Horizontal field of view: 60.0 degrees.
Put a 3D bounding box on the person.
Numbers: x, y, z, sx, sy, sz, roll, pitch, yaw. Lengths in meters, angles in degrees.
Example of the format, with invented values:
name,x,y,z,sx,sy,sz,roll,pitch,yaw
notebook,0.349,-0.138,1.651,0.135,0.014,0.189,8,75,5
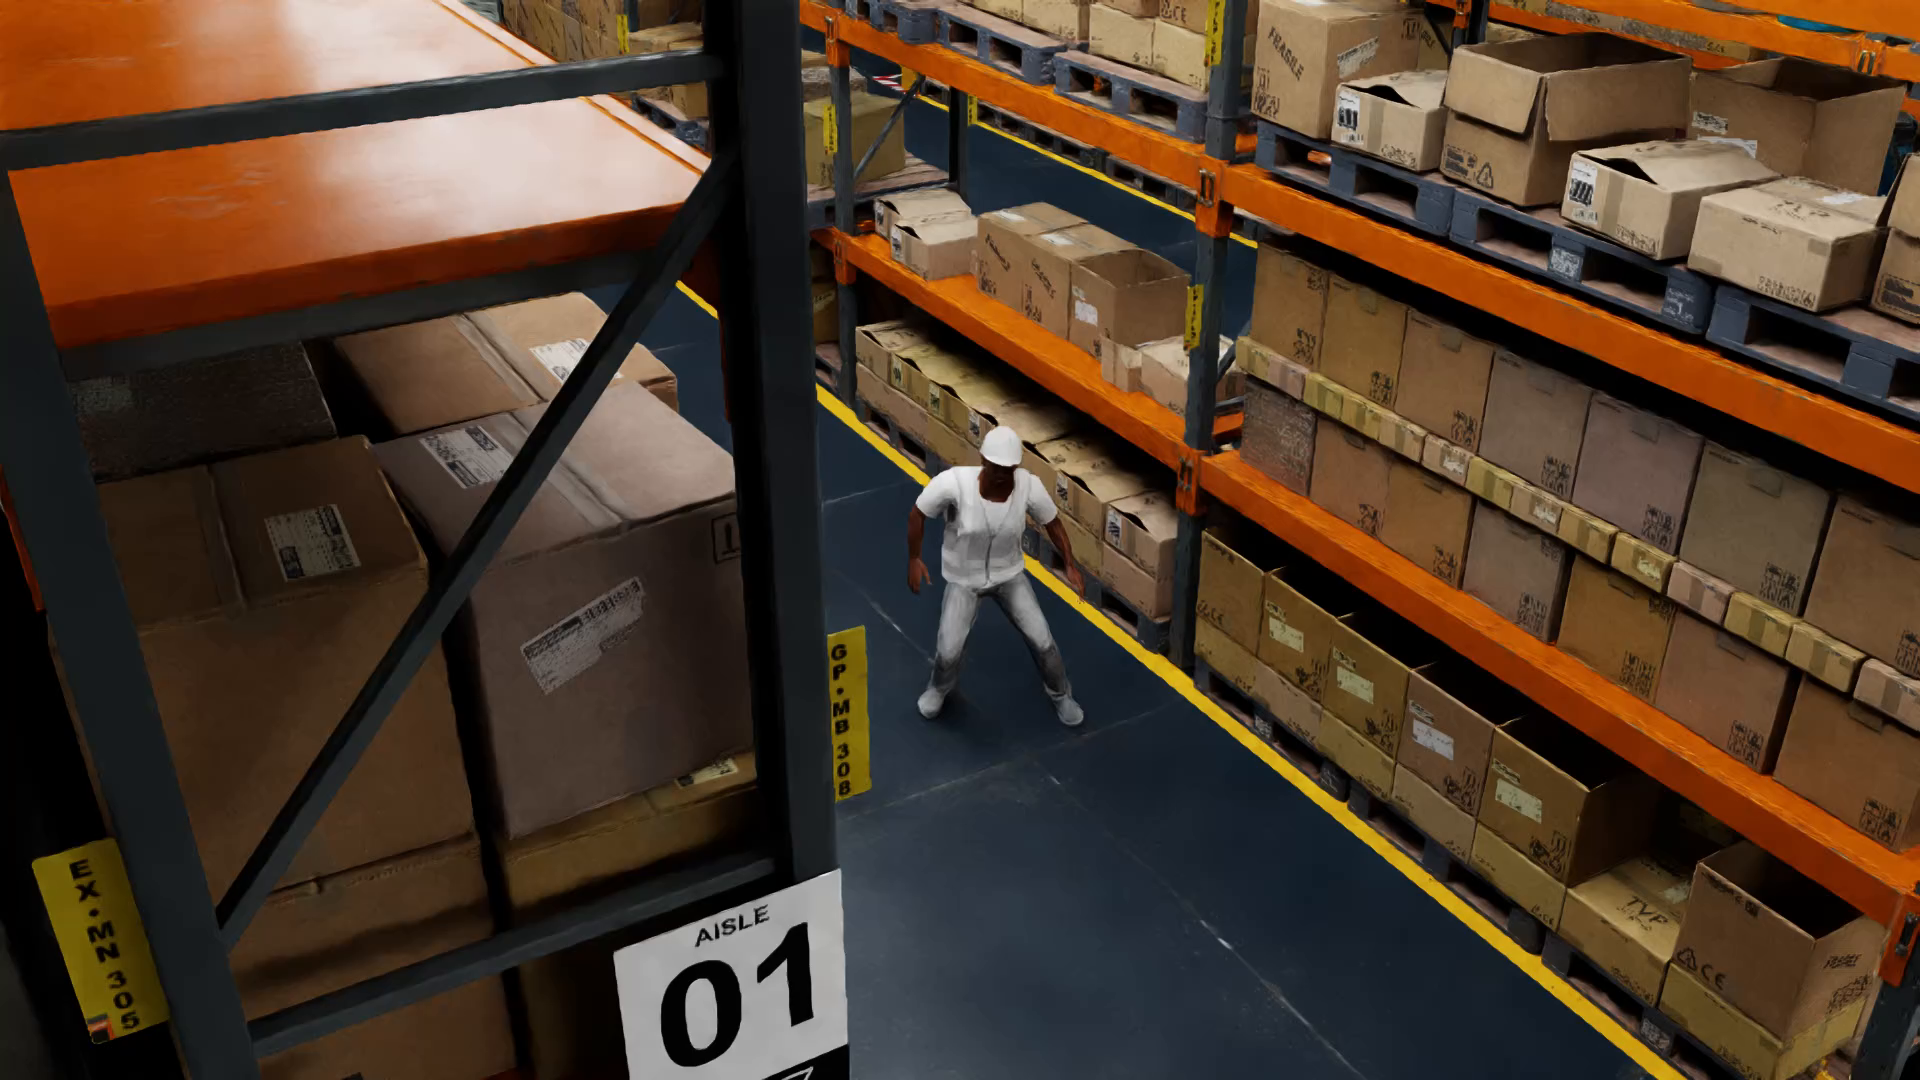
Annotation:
name,x,y,z,sx,sy,sz,roll,pitch,yaw
person,0.188,0.177,8.390,0.897,1.614,0.537,-4,29,-7
